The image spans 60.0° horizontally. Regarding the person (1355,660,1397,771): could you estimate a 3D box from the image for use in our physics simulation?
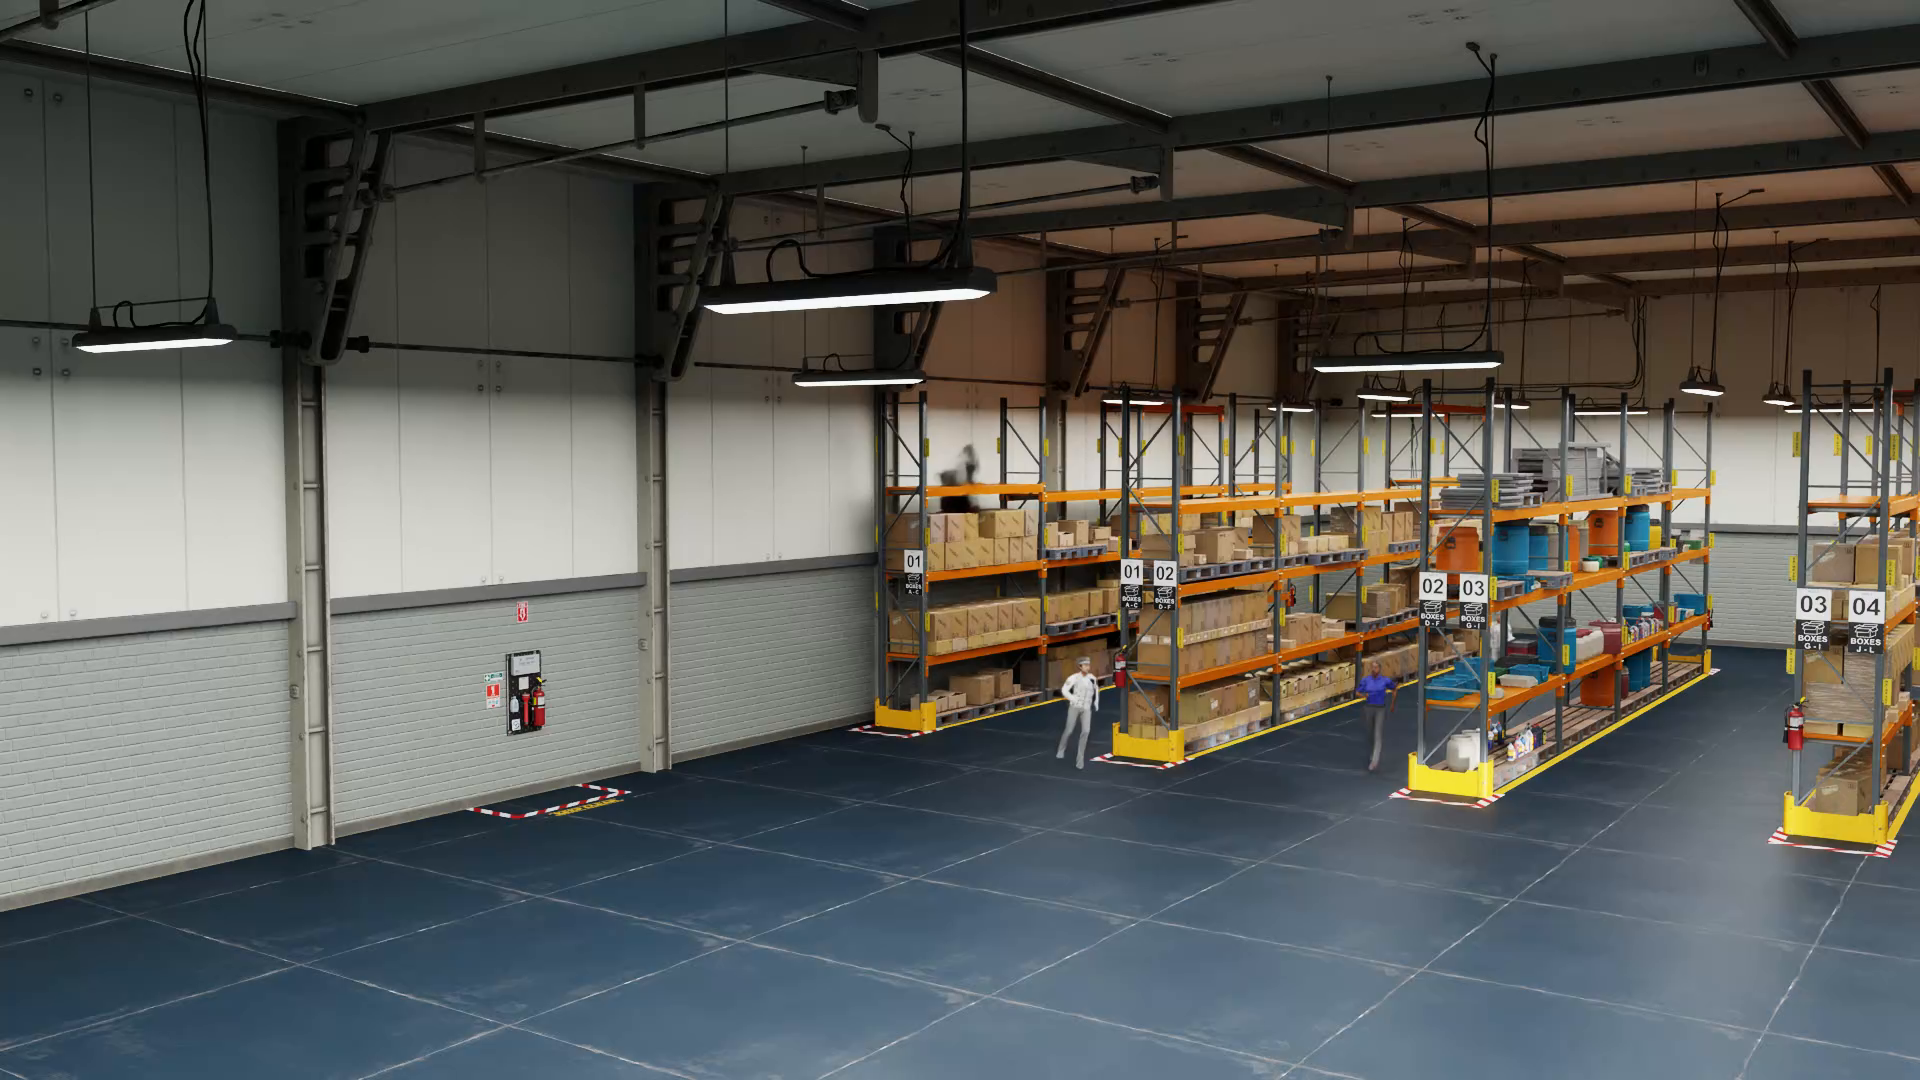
[{"bbox_3d":[6.500,2.708,26.019,0.604,1.663,0.900,2,4,26],"label":"person"}]

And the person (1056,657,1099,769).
[{"bbox_3d":[1.911,2.687,26.200,0.682,1.713,0.814,-1,3,-12],"label":"person"}]

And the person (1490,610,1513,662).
[{"bbox_3d":[11.170,2.251,34.528,0.599,1.657,0.562,1,3,20],"label":"person"}]
